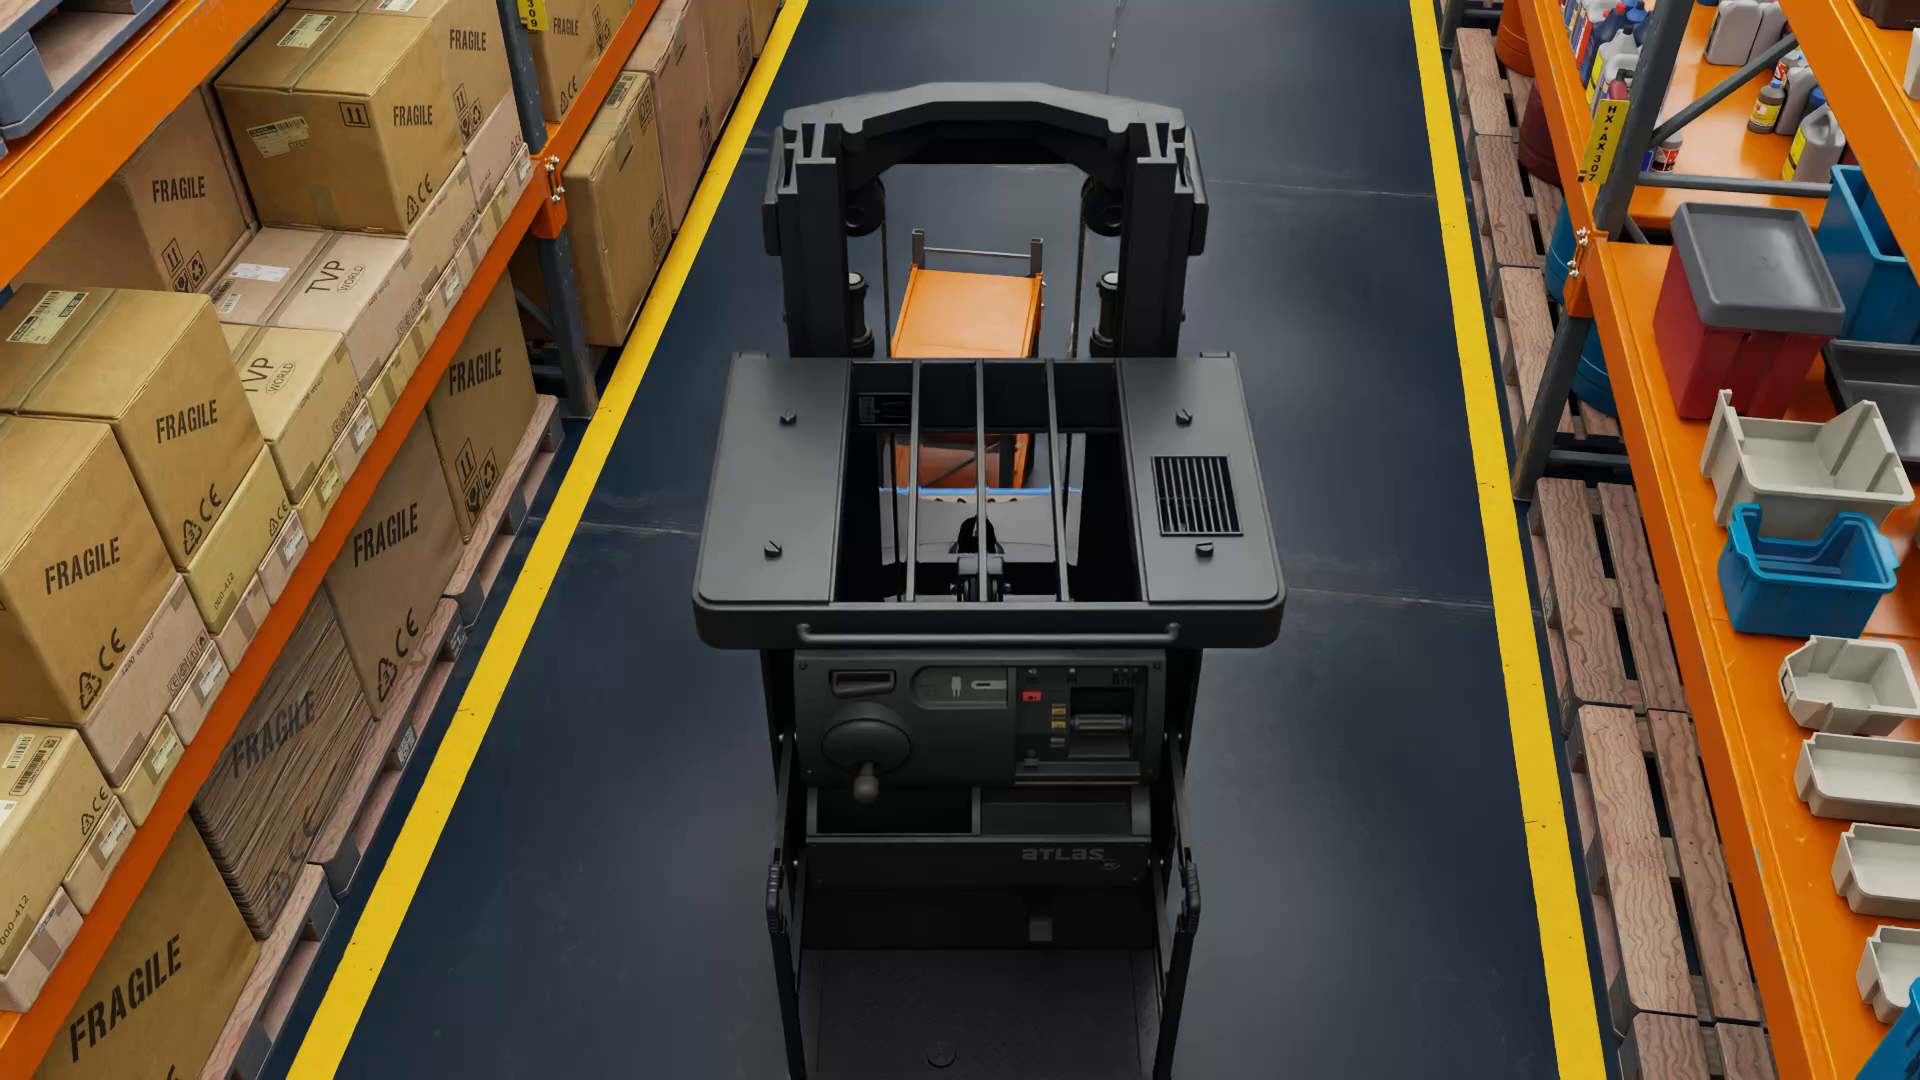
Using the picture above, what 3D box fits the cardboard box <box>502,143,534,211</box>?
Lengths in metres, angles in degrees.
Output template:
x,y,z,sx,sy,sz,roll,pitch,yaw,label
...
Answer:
x,y,z,sx,sy,sz,roll,pitch,yaw,label
-1.821,-1.367,6.195,0.380,0.149,0.250,5,44,6,cardboard box

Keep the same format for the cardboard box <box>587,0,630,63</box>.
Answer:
x,y,z,sx,sy,sz,roll,pitch,yaw,label
-1.732,-2.365,6.994,0.500,0.500,0.500,5,44,6,cardboard box

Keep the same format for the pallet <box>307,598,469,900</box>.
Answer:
x,y,z,sx,sy,sz,roll,pitch,yaw,label
-2.443,0.662,5.898,1.003,0.211,1.213,5,44,6,pallet

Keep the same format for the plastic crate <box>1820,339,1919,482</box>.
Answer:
x,y,z,sx,sy,sz,roll,pitch,yaw,label
2.922,-0.380,5.126,0.437,0.125,0.590,5,44,6,plastic crate

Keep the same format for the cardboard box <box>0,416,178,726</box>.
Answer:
x,y,z,sx,sy,sz,roll,pitch,yaw,label
-2.237,0.061,3.851,0.500,0.500,0.500,4,44,4,cardboard box

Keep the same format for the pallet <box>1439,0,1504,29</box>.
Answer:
x,y,z,sx,sy,sz,roll,pitch,yaw,label
3.473,-3.483,10.275,1.003,0.211,1.213,5,44,6,pallet

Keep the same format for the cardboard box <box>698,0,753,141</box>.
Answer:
x,y,z,sx,sy,sz,roll,pitch,yaw,label
-1.814,-2.727,8.689,1.225,0.875,0.875,5,44,6,cardboard box

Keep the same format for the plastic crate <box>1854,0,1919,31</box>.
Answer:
x,y,z,sx,sy,sz,roll,pitch,yaw,label
2.368,-1.466,4.030,0.497,0.269,0.590,5,44,6,plastic crate

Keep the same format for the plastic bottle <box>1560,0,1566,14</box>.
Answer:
x,y,z,sx,sy,sz,roll,pitch,yaw,label
2.687,-2.395,7.243,0.097,0.201,0.097,0,43,0,plastic bottle

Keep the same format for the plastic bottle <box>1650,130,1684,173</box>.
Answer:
x,y,z,sx,sy,sz,roll,pitch,yaw,label
2.662,-1.473,6.268,0.097,0.201,0.097,0,43,0,plastic bottle

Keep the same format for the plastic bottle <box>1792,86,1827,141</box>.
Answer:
x,y,z,sx,sy,sz,roll,pitch,yaw,label
3.303,-1.647,6.402,0.097,0.271,0.097,0,43,0,plastic bottle

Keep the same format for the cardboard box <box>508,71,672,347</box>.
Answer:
x,y,z,sx,sy,sz,roll,pitch,yaw,label
-2.041,-1.515,7.408,1.225,0.875,0.875,5,44,6,cardboard box

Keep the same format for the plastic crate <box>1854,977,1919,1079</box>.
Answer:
x,y,z,sx,sy,sz,roll,pitch,yaw,label
2.134,1.201,3.231,0.616,0.435,0.499,5,44,6,plastic crate

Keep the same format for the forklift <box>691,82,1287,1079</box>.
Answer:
x,y,z,sx,sy,sz,roll,pitch,yaw,label
0.053,0.552,4.036,1.130,2.935,3.031,0,43,0,forklift

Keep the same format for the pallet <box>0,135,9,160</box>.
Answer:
x,y,z,sx,sy,sz,roll,pitch,yaw,label
-2.547,-0.533,3.014,1.003,0.211,1.213,5,44,6,pallet

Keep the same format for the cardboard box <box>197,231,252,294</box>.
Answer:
x,y,z,sx,sy,sz,roll,pitch,yaw,label
-2.561,-0.761,5.265,0.500,0.250,0.500,6,44,7,cardboard box

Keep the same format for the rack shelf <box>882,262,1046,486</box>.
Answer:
x,y,z,sx,sy,sz,roll,pitch,yaw,label
-0.001,-0.616,6.157,0.538,0.278,1.000,5,44,6,rack shelf

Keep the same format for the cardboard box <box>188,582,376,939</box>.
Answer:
x,y,z,sx,sy,sz,roll,pitch,yaw,label
-2.509,0.586,5.190,0.875,0.875,0.875,5,44,6,cardboard box

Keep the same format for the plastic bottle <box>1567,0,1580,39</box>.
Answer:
x,y,z,sx,sy,sz,roll,pitch,yaw,label
2.656,-2.237,7.076,0.097,0.201,0.097,0,43,0,plastic bottle

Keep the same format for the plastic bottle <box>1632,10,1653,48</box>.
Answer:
x,y,z,sx,sy,sz,roll,pitch,yaw,label
2.768,-1.997,6.713,0.144,0.351,0.185,5,44,6,plastic bottle

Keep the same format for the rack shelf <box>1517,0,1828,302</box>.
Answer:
x,y,z,sx,sy,sz,roll,pitch,yaw,label
3.068,-2.347,7.571,1.077,0.370,4.000,5,44,6,rack shelf

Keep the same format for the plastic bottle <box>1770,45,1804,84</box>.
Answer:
x,y,z,sx,sy,sz,roll,pitch,yaw,label
3.359,-1.913,6.733,0.097,0.201,0.097,0,43,0,plastic bottle

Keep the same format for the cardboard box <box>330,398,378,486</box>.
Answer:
x,y,z,sx,sy,sz,roll,pitch,yaw,label
-2.026,-0.318,5.087,0.380,0.149,0.250,6,44,6,cardboard box

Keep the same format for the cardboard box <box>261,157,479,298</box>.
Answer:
x,y,z,sx,sy,sz,roll,pitch,yaw,label
-1.970,-1.072,5.593,0.500,0.250,0.500,6,44,7,cardboard box

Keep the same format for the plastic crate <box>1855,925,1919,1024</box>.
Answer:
x,y,z,sx,sy,sz,roll,pitch,yaw,label
2.203,0.982,3.679,0.396,0.136,0.243,5,44,6,plastic crate

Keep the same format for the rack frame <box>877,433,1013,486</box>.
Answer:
x,y,z,sx,sy,sz,roll,pitch,yaw,label
-0.068,-0.057,5.993,0.500,1.125,0.032,5,44,6,rack frame

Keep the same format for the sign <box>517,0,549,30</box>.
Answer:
x,y,z,sx,sy,sz,roll,pitch,yaw,label
-1.555,-1.989,5.982,0.100,0.325,0.005,5,44,6,sign

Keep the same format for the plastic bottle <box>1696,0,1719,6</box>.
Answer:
x,y,z,sx,sy,sz,roll,pitch,yaw,label
3.321,-2.491,7.293,0.097,0.271,0.097,0,43,0,plastic bottle

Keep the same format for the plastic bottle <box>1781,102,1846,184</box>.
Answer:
x,y,z,sx,sy,sz,roll,pitch,yaw,label
3.177,-1.466,6.152,0.144,0.351,0.185,5,44,6,plastic bottle

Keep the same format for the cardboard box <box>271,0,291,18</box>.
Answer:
x,y,z,sx,sy,sz,roll,pitch,yaw,label
-2.422,-1.718,5.730,0.500,0.500,0.500,5,44,6,cardboard box

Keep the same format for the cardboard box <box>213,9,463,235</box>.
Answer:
x,y,z,sx,sy,sz,roll,pitch,yaw,label
-1.972,-1.343,5.334,0.500,0.500,0.500,6,44,6,cardboard box

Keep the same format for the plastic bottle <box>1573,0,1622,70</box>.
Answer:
x,y,z,sx,sy,sz,roll,pitch,yaw,label
2.650,-2.091,6.867,0.152,0.276,0.135,5,44,6,plastic bottle

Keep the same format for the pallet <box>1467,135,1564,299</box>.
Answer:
x,y,z,sx,sy,sz,roll,pitch,yaw,label
3.106,-1.589,8.274,1.003,0.211,1.213,5,44,6,pallet

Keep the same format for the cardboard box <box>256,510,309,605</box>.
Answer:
x,y,z,sx,sy,sz,roll,pitch,yaw,label
-2.093,0.033,4.716,0.380,0.149,0.250,5,44,5,cardboard box

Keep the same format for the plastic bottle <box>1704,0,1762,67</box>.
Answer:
x,y,z,sx,sy,sz,roll,pitch,yaw,label
3.214,-2.126,6.904,0.152,0.276,0.135,5,44,6,plastic bottle

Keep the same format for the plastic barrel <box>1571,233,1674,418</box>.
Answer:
x,y,z,sx,sy,sz,roll,pitch,yaw,label
2.893,-1.005,6.851,0.600,0.901,0.708,5,44,6,plastic barrel

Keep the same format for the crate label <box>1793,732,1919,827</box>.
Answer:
x,y,z,sx,sy,sz,roll,pitch,yaw,label
2.269,0.594,4.089,0.396,0.136,0.243,5,44,6,crate label

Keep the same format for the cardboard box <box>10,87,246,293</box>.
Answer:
x,y,z,sx,sy,sz,roll,pitch,yaw,label
-2.559,-1.028,5.002,0.500,0.500,0.500,4,44,4,cardboard box

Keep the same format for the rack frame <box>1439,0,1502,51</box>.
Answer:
x,y,z,sx,sy,sz,roll,pitch,yaw,label
3.333,-3.972,8.763,1.000,3.000,0.127,5,44,6,rack frame

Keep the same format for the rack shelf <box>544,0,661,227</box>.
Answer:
x,y,z,sx,sy,sz,roll,pitch,yaw,label
-1.841,-2.797,8.046,1.077,0.370,4.000,5,44,6,rack shelf

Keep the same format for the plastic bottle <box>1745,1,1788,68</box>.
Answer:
x,y,z,sx,sy,sz,roll,pitch,yaw,label
3.365,-2.112,6.889,0.152,0.276,0.135,5,44,6,plastic bottle

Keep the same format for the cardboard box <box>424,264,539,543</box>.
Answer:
x,y,z,sx,sy,sz,roll,pitch,yaw,label
-2.272,-0.634,6.478,0.875,0.875,0.875,5,44,6,cardboard box

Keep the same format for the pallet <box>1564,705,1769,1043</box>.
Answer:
x,y,z,sx,sy,sz,roll,pitch,yaw,label
2.586,1.106,5.429,1.003,0.211,1.213,5,44,6,pallet

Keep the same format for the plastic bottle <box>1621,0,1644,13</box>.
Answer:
x,y,z,sx,sy,sz,roll,pitch,yaw,label
2.794,-2.182,6.967,0.097,0.271,0.097,0,43,0,plastic bottle

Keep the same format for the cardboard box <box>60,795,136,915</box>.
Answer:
x,y,z,sx,sy,sz,roll,pitch,yaw,label
-2.228,0.735,3.975,0.380,0.149,0.250,5,44,5,cardboard box

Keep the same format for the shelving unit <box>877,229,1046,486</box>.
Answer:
x,y,z,sx,sy,sz,roll,pitch,yaw,label
-0.001,-0.404,6.358,0.538,1.125,1.048,5,44,6,shelving unit

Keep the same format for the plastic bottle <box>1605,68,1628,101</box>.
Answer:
x,y,z,sx,sy,sz,roll,pitch,yaw,label
2.521,-1.663,6.409,0.061,0.283,0.133,5,44,6,plastic bottle

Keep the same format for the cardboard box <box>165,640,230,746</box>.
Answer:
x,y,z,sx,sy,sz,roll,pitch,yaw,label
-2.161,0.382,4.347,0.380,0.149,0.250,5,44,5,cardboard box

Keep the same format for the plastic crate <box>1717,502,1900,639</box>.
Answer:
x,y,z,sx,sy,sz,roll,pitch,yaw,label
2.292,0.097,4.544,0.416,0.233,0.300,5,44,6,plastic crate

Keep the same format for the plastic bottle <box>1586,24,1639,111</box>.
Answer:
x,y,z,sx,sy,sz,roll,pitch,yaw,label
2.601,-1.884,6.594,0.144,0.351,0.185,5,44,6,plastic bottle

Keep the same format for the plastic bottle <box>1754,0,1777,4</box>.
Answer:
x,y,z,sx,sy,sz,roll,pitch,yaw,label
3.396,-2.270,7.056,0.152,0.276,0.135,5,44,6,plastic bottle

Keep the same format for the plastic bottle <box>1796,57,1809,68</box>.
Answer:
x,y,z,sx,sy,sz,roll,pitch,yaw,label
3.333,-1.805,6.569,0.097,0.271,0.097,0,43,0,plastic bottle

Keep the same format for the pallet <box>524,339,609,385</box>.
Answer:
x,y,z,sx,sy,sz,roll,pitch,yaw,label
-2.078,-1.216,7.881,1.003,0.211,1.213,5,44,6,pallet

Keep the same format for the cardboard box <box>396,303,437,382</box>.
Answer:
x,y,z,sx,sy,sz,roll,pitch,yaw,label
-1.957,-0.665,5.454,0.380,0.149,0.250,6,44,6,cardboard box

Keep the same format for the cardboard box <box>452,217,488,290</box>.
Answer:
x,y,z,sx,sy,sz,roll,pitch,yaw,label
-1.889,-1.016,5.825,0.380,0.149,0.250,5,44,5,cardboard box

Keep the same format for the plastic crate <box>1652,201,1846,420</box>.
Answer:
x,y,z,sx,sy,sz,roll,pitch,yaw,label
2.437,-0.705,5.222,0.402,0.464,0.583,5,44,6,plastic crate

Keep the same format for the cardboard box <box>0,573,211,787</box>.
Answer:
x,y,z,sx,sy,sz,roll,pitch,yaw,label
-2.241,0.319,4.124,0.500,0.250,0.500,5,44,5,cardboard box

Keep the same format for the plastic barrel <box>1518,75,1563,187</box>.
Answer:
x,y,z,sx,sy,sz,roll,pitch,yaw,label
3.136,-2.144,8.281,0.600,0.588,0.708,5,44,6,plastic barrel

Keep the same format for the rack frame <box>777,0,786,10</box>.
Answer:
x,y,z,sx,sy,sz,roll,pitch,yaw,label
-1.577,-4.422,9.238,1.000,3.000,0.127,5,44,6,rack frame

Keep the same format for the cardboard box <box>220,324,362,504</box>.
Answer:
x,y,z,sx,sy,sz,roll,pitch,yaw,label
-2.107,-0.379,4.861,0.500,0.250,0.500,4,44,5,cardboard box
